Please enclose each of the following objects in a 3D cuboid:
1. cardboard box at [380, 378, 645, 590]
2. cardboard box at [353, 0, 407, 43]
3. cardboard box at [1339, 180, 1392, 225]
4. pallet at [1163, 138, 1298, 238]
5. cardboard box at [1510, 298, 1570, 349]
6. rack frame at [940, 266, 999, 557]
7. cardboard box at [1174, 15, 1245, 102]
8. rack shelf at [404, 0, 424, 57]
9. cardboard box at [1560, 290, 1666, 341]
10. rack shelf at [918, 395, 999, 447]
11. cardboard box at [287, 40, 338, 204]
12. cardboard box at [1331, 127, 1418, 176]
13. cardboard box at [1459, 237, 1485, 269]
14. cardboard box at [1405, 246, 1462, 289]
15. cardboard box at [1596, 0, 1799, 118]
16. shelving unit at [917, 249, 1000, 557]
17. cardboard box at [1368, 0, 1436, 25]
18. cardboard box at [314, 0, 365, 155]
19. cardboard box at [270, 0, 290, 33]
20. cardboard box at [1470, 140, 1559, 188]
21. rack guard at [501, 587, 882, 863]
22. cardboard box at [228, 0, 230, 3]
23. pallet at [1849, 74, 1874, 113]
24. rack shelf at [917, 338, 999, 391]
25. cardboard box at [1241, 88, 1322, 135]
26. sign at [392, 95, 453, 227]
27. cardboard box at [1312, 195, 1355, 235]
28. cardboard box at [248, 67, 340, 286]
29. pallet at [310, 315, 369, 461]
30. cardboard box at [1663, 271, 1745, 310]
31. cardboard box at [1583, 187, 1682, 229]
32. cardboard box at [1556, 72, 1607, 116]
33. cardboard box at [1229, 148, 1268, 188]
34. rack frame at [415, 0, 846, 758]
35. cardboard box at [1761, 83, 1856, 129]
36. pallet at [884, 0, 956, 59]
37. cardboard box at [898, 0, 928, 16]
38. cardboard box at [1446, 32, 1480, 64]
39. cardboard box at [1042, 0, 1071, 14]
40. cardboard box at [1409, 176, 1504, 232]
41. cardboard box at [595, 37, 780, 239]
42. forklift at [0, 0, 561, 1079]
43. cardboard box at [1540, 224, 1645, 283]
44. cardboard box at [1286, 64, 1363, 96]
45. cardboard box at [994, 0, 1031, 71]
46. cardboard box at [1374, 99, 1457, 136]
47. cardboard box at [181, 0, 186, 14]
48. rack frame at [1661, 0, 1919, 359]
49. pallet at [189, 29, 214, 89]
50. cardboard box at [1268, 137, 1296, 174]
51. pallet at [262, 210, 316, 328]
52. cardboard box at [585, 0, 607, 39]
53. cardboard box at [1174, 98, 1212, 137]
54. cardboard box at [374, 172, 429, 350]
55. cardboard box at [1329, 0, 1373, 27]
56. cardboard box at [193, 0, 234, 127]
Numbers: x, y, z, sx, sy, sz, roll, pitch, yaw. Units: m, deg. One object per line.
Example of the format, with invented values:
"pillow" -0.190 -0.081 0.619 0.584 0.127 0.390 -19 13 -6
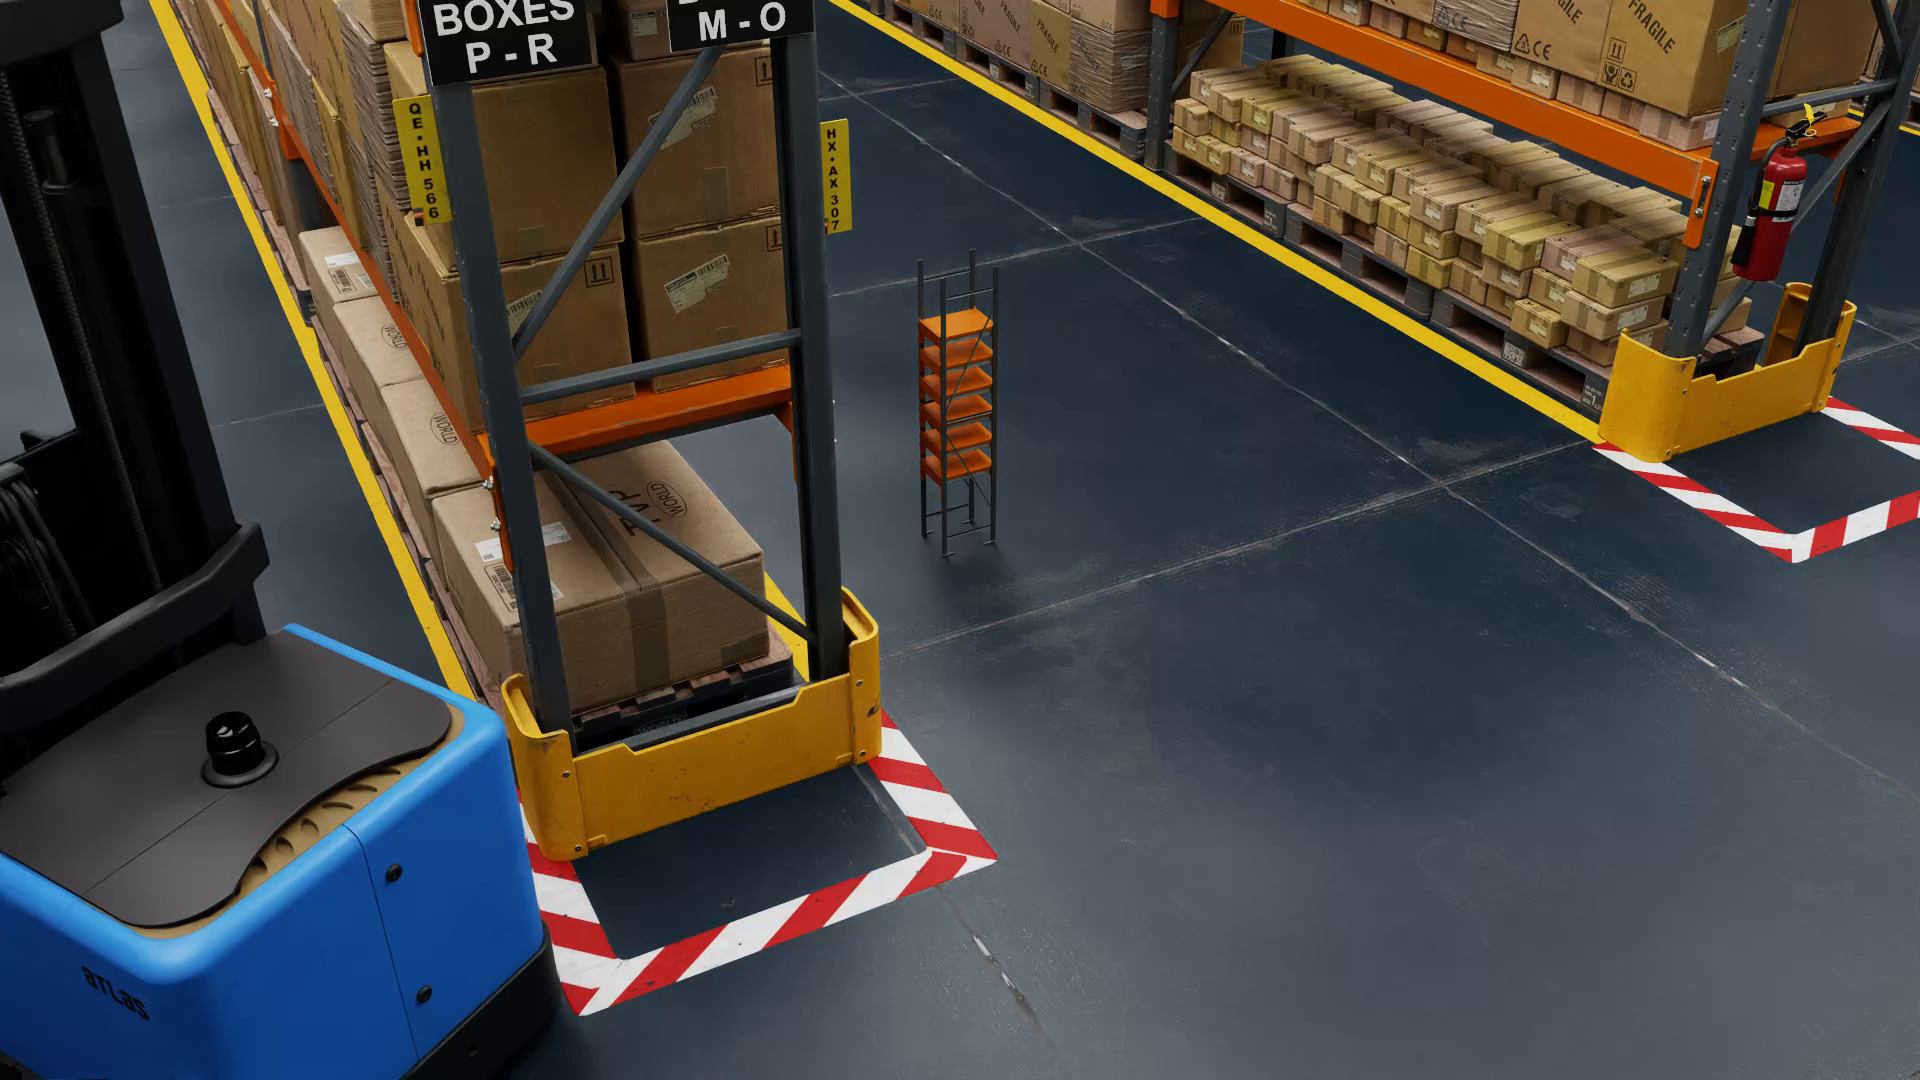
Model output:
"cardboard box" -1.680 -0.308 6.437 0.875 0.438 0.875 -15 36 -22
"cardboard box" -1.528 -1.560 4.784 0.380 0.149 0.250 -16 36 -24
"cardboard box" 2.231 -1.804 8.763 0.380 0.149 0.250 -15 36 -23
"pallet" 1.962 -2.202 9.992 1.003 0.211 1.213 -16 36 -23
"cardboard box" 2.843 -1.052 7.864 0.380 0.149 0.250 -15 35 -22
"rack frame" 0.036 -0.468 6.369 0.240 1.200 0.006 -16 36 -23
"cardboard box" 1.507 -3.232 10.942 0.500 0.500 0.500 -14 35 -21
"rack shelf" -1.782 -2.401 5.603 1.077 0.370 4.000 -16 36 -23
"cardboard box" 2.984 -1.061 7.603 0.380 0.149 0.250 -17 36 -24
"rack shelf" -0.007 -0.475 6.461 0.258 0.103 0.180 -16 36 -23
"cardboard box" -2.270 -1.667 6.479 0.500 0.500 0.500 -16 36 -23
"cardboard box" 2.220 -2.074 8.908 0.380 0.149 0.250 -17 37 -25
"cardboard box" 2.706 -1.463 8.230 0.380 0.149 0.250 -16 36 -24
"cardboard box" 2.495 -1.420 8.439 0.380 0.149 0.250 -18 37 -25
"cardboard box" 3.045 -2.096 6.873 0.500 0.500 0.500 -15 36 -22
"shelving unit" -0.007 -0.512 6.437 0.258 1.200 0.189 -16 36 -23
"cardboard box" 2.341 -2.823 8.008 0.500 0.500 0.500 -14 35 -21
"cardboard box" -1.782 -1.598 5.444 0.500 0.500 0.500 -16 36 -23
"cardboard box" -2.477 -2.327 6.582 0.500 0.500 0.500 -16 36 -24
"cardboard box" 2.908 -1.965 8.738 0.380 0.149 0.250 -15 36 -22
"rack guard" -0.838 0.578 5.384 1.175 0.500 0.348 -16 36 -23
"cardboard box" -3.602 -2.971 8.746 0.500 0.250 0.500 -17 36 -24
"pallet" 6.338 -3.331 11.753 1.003 0.211 1.213 -16 36 -23
"rack shelf" -0.007 -0.677 6.332 0.258 0.103 0.180 -16 36 -23
"cardboard box" 1.832 -2.444 9.486 0.380 0.149 0.250 -16 36 -24
"sign" -1.336 -0.943 4.149 0.100 0.325 0.005 -16 36 -23
"cardboard box" 2.144 -1.801 9.034 0.380 0.149 0.250 -17 36 -24
"cardboard box" -3.074 -1.953 8.598 0.875 0.875 0.875 -15 35 -22
"pallet" -2.429 -0.838 7.863 1.003 0.211 1.213 -16 36 -23
"cardboard box" 3.465 -1.196 7.813 0.380 0.149 0.250 -14 35 -21
"cardboard box" 3.300 -1.595 8.162 0.380 0.149 0.250 -16 36 -23
"cardboard box" 2.867 -2.002 7.327 0.380 0.149 0.250 -16 36 -24
"cardboard box" 1.789 -2.177 9.621 0.380 0.149 0.250 -16 36 -23
"rack frame" -0.850 -0.486 4.728 1.000 3.000 0.127 -16 36 -23
"cardboard box" 3.621 -1.910 7.184 0.380 0.149 0.250 -16 36 -23
"pallet" 0.115 -4.050 12.875 1.003 0.211 1.213 -16 36 -23
"cardboard box" -0.143 -4.320 12.640 0.500 0.500 0.500 -17 37 -25
"cardboard box" 2.558 -2.395 7.940 0.380 0.149 0.250 -17 37 -25
"cardboard box" 0.819 -3.669 10.929 0.500 0.250 0.500 -14 35 -21
"cardboard box" 2.473 -1.675 8.285 0.380 0.149 0.250 -15 35 -21
"cardboard box" -0.821 -1.250 4.901 0.500 0.500 0.500 -17 36 -24
"forklift" -2.640 -0.087 4.168 3.031 2.935 1.130 18 37 25
"cardboard box" 2.945 -1.329 7.746 0.380 0.149 0.250 -15 36 -22
"cardboard box" 2.168 -2.699 9.884 0.380 0.149 0.250 -15 36 -23
"cardboard box" 0.575 -3.593 11.506 0.500 0.500 0.500 -17 36 -24
"cardboard box" 2.550 -2.332 9.312 0.380 0.149 0.250 -18 37 -25
"cardboard box" -5.534 -4.360 12.821 0.950 0.372 0.625 -15 35 -22
"rack frame" 3.482 -1.779 6.747 1.000 3.000 0.127 -16 36 -23
"pallet" -4.943 -3.503 12.022 1.003 0.211 1.213 -16 36 -23
"cardboard box" 1.969 -2.201 9.383 0.380 0.149 0.250 -18 37 -25
"pallet" -3.141 -1.570 9.005 1.003 0.211 1.213 -16 36 -23
"cardboard box" -0.955 -1.568 4.797 0.380 0.149 0.250 -15 36 -22
"cardboard box" 1.503 -2.536 9.906 0.380 0.149 0.250 -14 35 -21
"cardboard box" -1.529 -0.935 5.336 0.500 0.500 0.500 -17 36 -24
"cardboard box" 2.117 -2.749 8.493 0.380 0.149 0.250 -14 35 -21
"cardboard box" -4.331 -3.235 10.600 0.875 0.875 0.875 -16 36 -24
